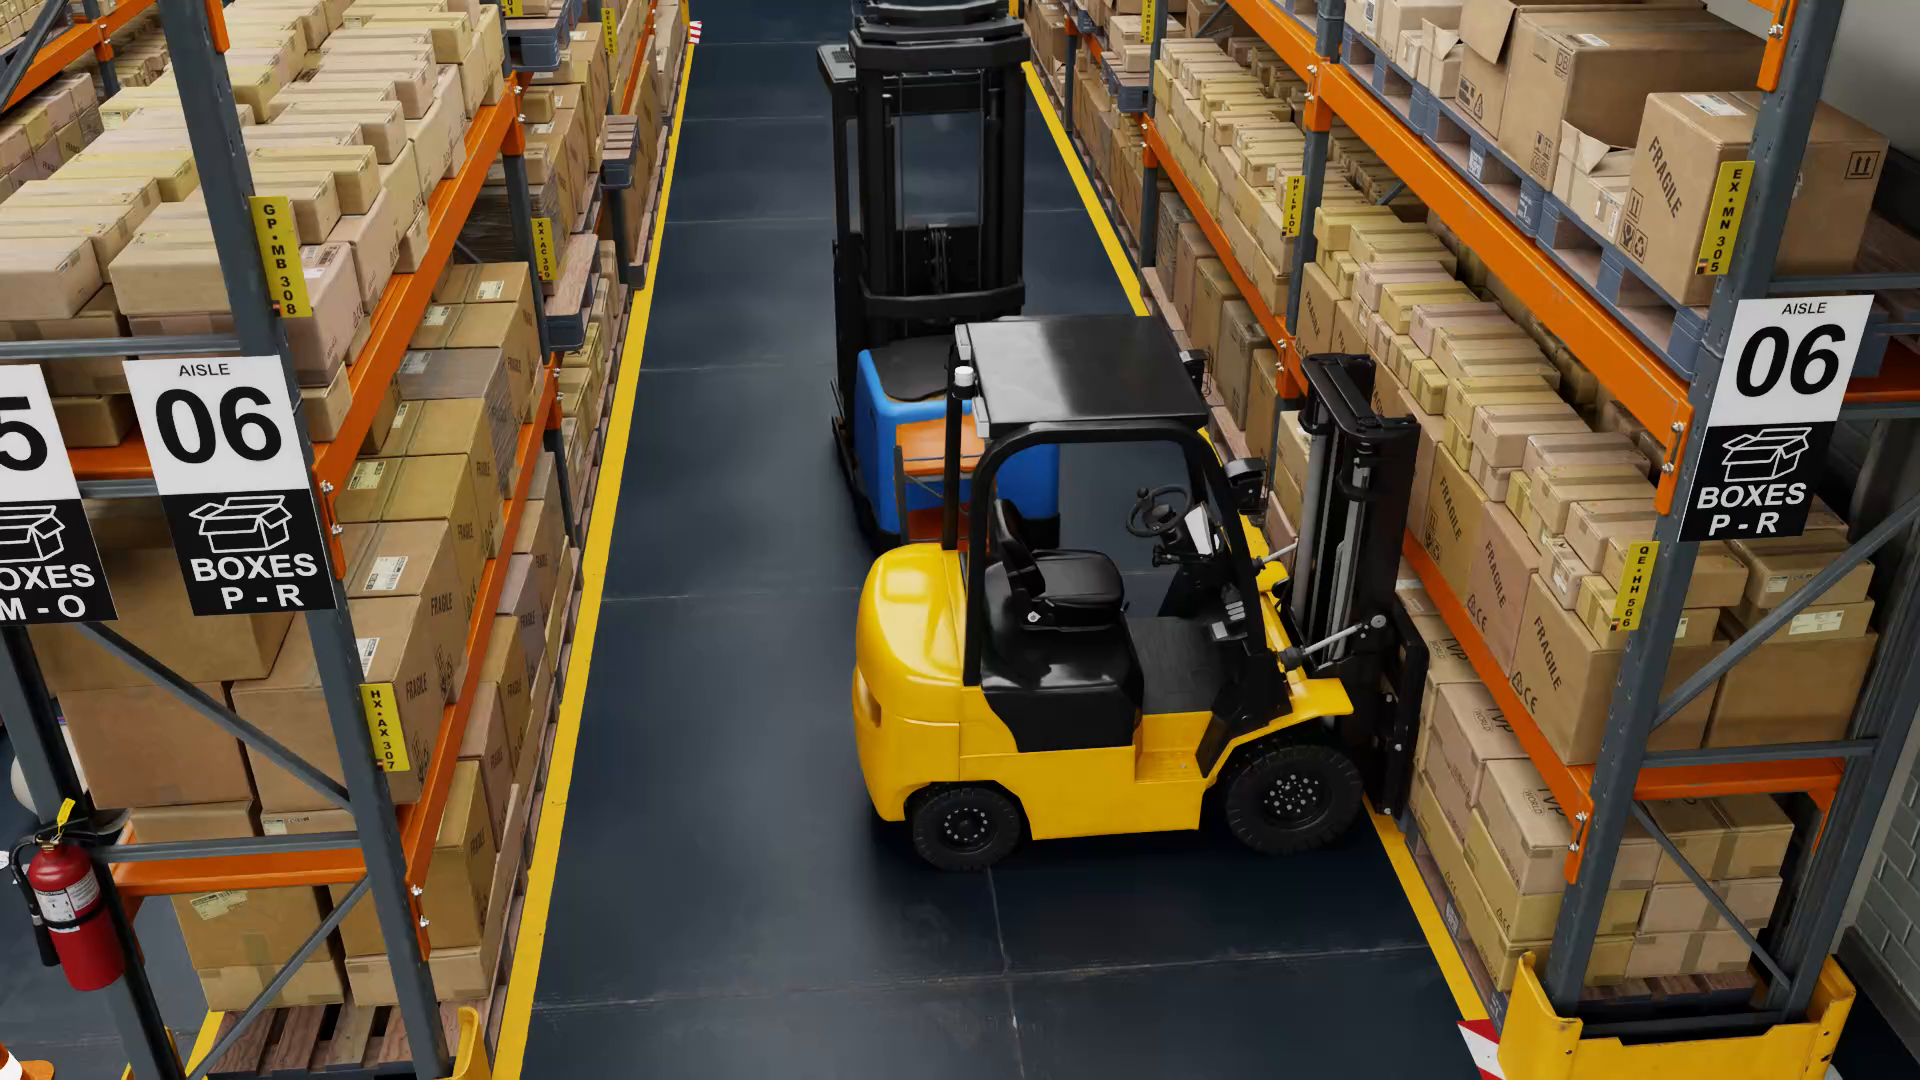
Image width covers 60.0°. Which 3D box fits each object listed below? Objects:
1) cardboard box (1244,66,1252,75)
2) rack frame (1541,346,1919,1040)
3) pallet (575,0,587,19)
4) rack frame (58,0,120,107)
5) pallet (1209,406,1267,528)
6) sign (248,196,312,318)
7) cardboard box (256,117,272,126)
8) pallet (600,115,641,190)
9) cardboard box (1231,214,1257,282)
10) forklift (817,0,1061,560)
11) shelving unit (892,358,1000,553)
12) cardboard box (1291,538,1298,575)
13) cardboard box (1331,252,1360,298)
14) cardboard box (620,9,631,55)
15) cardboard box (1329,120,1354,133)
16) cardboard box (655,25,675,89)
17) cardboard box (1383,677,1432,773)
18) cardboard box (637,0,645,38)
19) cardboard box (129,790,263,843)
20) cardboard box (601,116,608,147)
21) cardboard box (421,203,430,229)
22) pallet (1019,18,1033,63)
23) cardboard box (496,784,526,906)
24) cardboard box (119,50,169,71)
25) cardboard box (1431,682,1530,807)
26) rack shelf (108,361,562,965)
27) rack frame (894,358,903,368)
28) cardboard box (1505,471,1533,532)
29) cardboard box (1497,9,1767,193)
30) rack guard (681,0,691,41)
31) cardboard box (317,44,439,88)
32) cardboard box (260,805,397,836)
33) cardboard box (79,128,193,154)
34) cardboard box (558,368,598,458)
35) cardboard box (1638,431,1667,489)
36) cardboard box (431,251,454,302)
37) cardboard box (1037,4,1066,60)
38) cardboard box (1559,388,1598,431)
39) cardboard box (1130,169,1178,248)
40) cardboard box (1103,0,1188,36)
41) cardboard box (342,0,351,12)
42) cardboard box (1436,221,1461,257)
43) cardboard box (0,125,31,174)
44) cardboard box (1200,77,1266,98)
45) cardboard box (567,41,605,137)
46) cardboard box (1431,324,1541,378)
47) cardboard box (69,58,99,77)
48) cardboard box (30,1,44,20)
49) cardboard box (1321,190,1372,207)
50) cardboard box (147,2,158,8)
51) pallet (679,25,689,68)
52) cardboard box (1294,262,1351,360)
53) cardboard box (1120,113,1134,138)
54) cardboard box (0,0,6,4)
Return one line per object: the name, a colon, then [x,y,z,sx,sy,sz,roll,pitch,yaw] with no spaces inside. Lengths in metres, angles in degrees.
cardboard box: [2.231,-3.292,11.994,0.500,0.250,0.500,-2,31,-3]
rack frame: [2.660,0.727,5.608,1.000,3.000,0.127,-3,31,-5]
pallet: [-2.707,-3.132,9.327,1.213,0.211,1.003,-3,31,-5]
rack frame: [-8.322,-4.871,14.980,1.000,3.000,0.127,-3,31,-5]
pallet: [2.179,-0.492,10.368,1.003,0.211,1.213,-3,31,-5]
sign: [-1.741,-0.722,4.257,0.100,0.325,0.005,-3,31,-5]
cardboard box: [-2.746,-1.412,6.120,0.500,0.250,0.500,-2,31,-4]
pallet: [-2.856,-2.677,11.493,1.213,0.211,1.003,-3,31,-5]
cardboard box: [1.926,-1.752,9.904,0.500,0.250,0.500,-3,31,-5]
forklift: [-0.221,-1.830,9.955,1.130,2.935,3.031,-6,31,-10]
shelving unit: [-0.069,-0.268,9.068,0.538,1.125,1.048,-4,32,0]
cardboard box: [2.065,0.206,8.751,0.500,0.250,0.500,-3,31,-6]
cardboard box: [2.080,-1.329,8.320,0.380,0.149,0.250,-2,31,-3]
cardboard box: [-2.912,-4.057,13.276,0.500,0.250,0.500,-3,31,-5]
cardboard box: [2.400,-2.480,10.246,0.380,0.149,0.250,-3,31,-5]
cardboard box: [-3.439,-5.023,17.323,0.875,0.438,0.875,-4,31,-6]
cardboard box: [2.198,0.760,7.337,0.500,0.250,0.500,-3,31,-6]
cardboard box: [-3.063,-4.618,14.703,0.500,0.250,0.500,-3,31,-5]
cardboard box: [-2.530,0.894,5.573,0.380,0.149,0.250,-2,31,-3]
cardboard box: [-2.599,-2.774,11.305,0.380,0.149,0.250,-3,31,-5]
cardboard box: [-2.179,-1.190,6.137,0.380,0.149,0.250,-4,31,-6]
pallet: [1.248,-5.799,19.253,1.003,0.211,1.213,-3,31,-5]
cardboard box: [-2.122,1.281,6.952,0.500,0.250,0.500,-2,31,-3]
cardboard box: [-8.177,-4.805,16.659,0.380,0.149,0.250,-2,31,-4]
cardboard box: [2.253,0.817,6.753,0.500,0.250,0.500,-2,31,-4]
rack shelf: [-2.468,0.255,7.100,1.077,0.370,4.000,-3,31,-5]
rack frame: [-0.083,-0.534,9.501,0.500,1.125,0.032,-4,32,0]
cardboard box: [2.320,-0.149,6.345,0.380,0.149,0.250,-3,31,-5]
cardboard box: [2.380,-1.569,5.922,0.700,0.500,0.500,-3,31,-4]
rack guard: [-3.779,-6.141,19.544,1.175,0.500,0.348,-3,31,-5]
cardboard box: [-2.220,-1.787,6.359,0.380,0.149,0.250,-2,31,-4]
cardboard box: [-2.107,0.891,5.578,0.380,0.149,0.250,-3,31,-4]
cardboard box: [-2.623,-1.234,5.433,0.380,0.149,0.250,-3,31,-5]
cardboard box: [-2.777,-0.762,10.254,0.950,0.372,0.625,-1,31,-1]
cardboard box: [2.803,-0.300,6.307,0.380,0.149,0.250,-3,31,-4]
cardboard box: [-2.830,-1.440,7.873,0.700,0.500,0.500,-3,31,-5]
cardboard box: [1.119,-5.519,18.093,0.500,0.500,0.500,-2,31,-4]
cardboard box: [2.766,-0.563,7.038,0.380,0.149,0.250,-3,31,-5]
cardboard box: [1.659,-2.670,13.323,0.500,0.500,0.500,-2,31,-3]
cardboard box: [1.576,-4.406,13.692,0.797,0.503,0.637,-3,31,-6]
cardboard box: [-2.951,-2.421,7.421,0.380,0.149,0.250,-3,31,-5]
cardboard box: [2.599,-1.486,8.292,0.380,0.149,0.250,-4,31,-6]
cardboard box: [-7.852,-3.134,13.368,0.500,0.250,0.500,-3,31,-4]
cardboard box: [1.815,-2.976,11.077,0.380,0.149,0.250,-2,31,-4]
cardboard box: [-2.651,-2.986,11.027,0.500,0.500,0.500,-3,31,-5]
cardboard box: [2.261,-0.807,7.156,0.380,0.149,0.250,-3,31,-4]
cardboard box: [-8.654,-4.644,16.389,0.380,0.149,0.250,-2,31,-3]
cardboard box: [-8.041,-4.490,14.178,0.380,0.149,0.250,-3,31,-5]
cardboard box: [2.033,-1.800,9.109,0.380,0.149,0.250,-2,31,-3]
cardboard box: [-8.985,-5.841,18.395,0.380,0.149,0.250,-4,31,-7]
pallet: [-3.624,-5.600,18.920,1.003,0.211,1.213,-3,31,-5]
cardboard box: [2.068,-1.119,8.601,0.500,0.500,0.500,-4,31,-6]
cardboard box: [1.574,-3.522,14.116,0.380,0.149,0.250,-3,31,-5]
cardboard box: [-7.998,-4.474,13.571,0.380,0.149,0.250,-4,31,-6]
